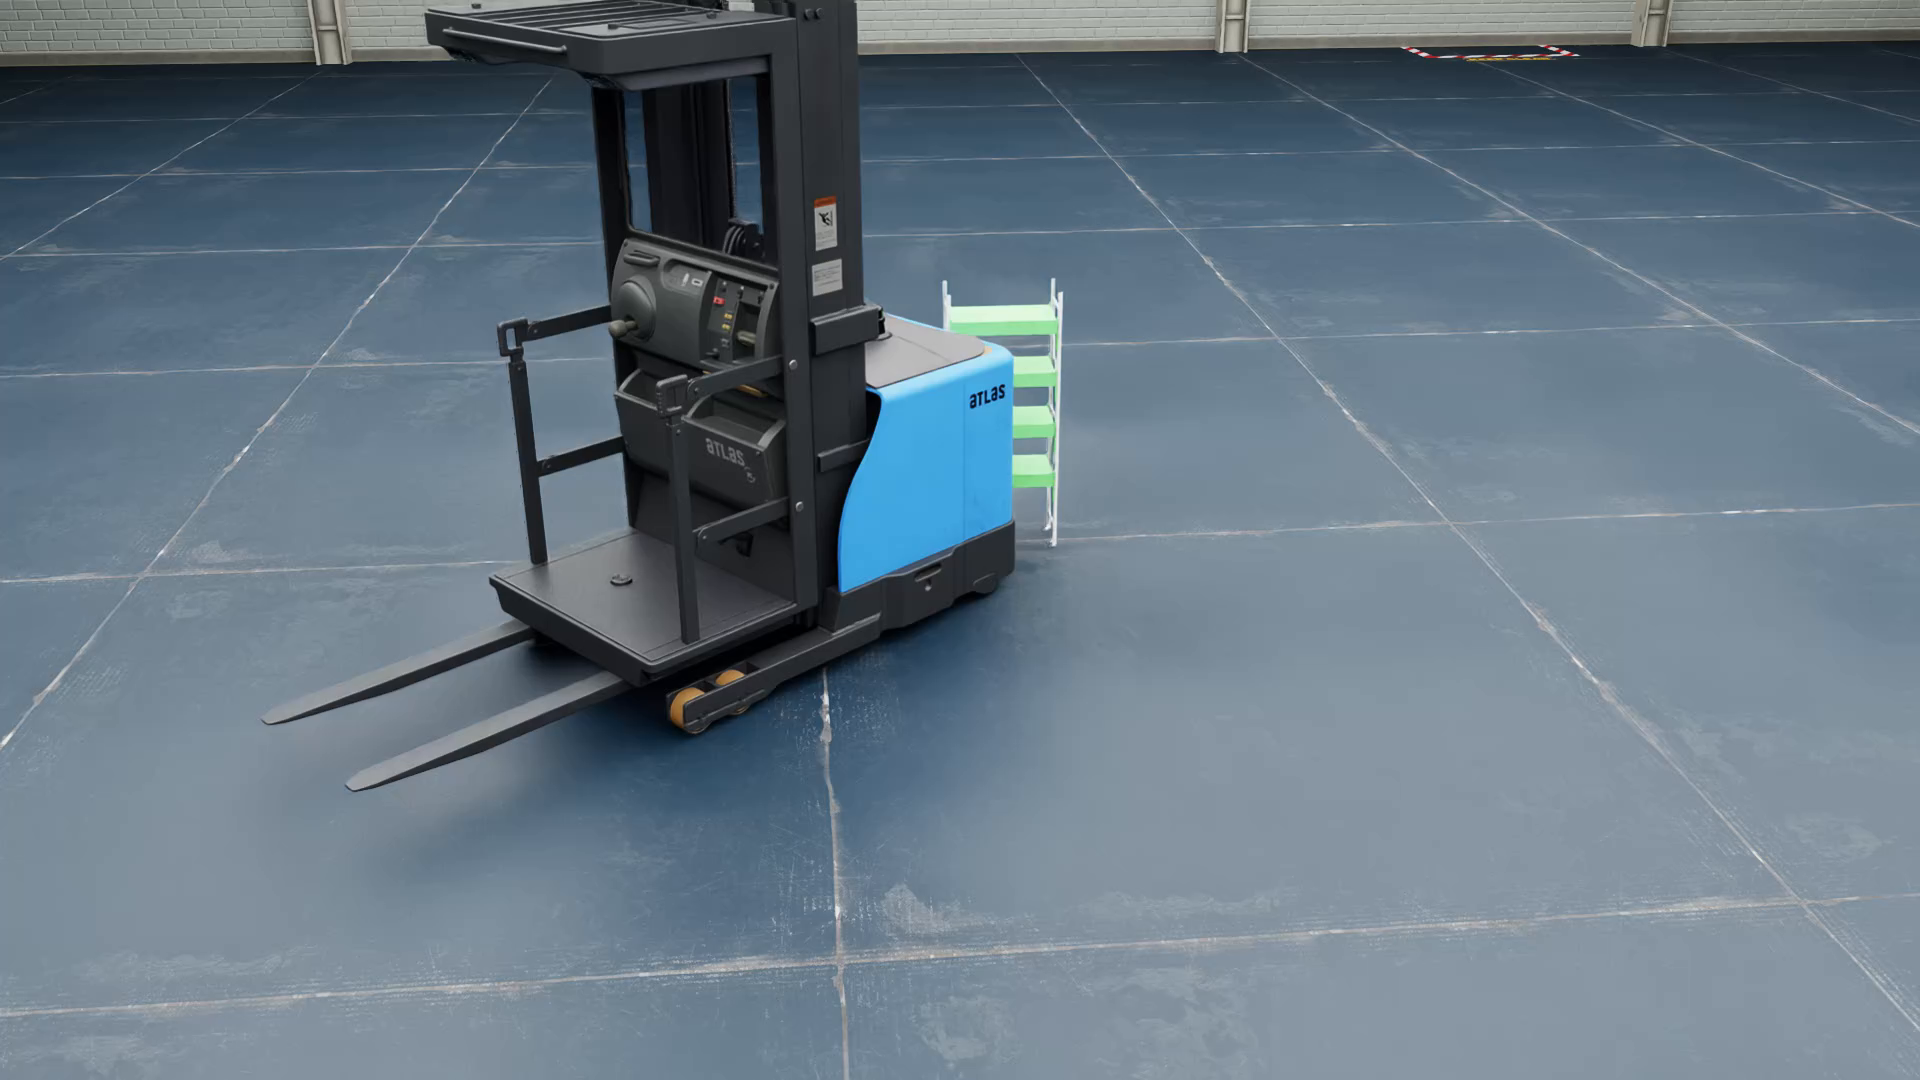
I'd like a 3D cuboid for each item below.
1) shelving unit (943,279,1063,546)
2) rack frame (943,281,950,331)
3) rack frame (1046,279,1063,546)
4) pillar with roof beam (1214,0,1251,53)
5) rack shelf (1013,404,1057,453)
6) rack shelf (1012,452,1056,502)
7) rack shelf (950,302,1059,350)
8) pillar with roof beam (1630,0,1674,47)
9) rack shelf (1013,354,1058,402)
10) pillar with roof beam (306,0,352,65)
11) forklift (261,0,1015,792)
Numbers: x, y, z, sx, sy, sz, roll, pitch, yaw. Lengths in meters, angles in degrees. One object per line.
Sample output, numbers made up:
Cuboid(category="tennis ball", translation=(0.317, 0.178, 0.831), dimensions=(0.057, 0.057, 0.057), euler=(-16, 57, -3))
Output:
Cuboid(category="shelving unit", translation=(0.184, -0.562, 7.536), dimensions=(0.503, 1.200, 0.258), euler=(-2, 24, -4))
Cuboid(category="rack frame", translation=(-0.059, -0.553, 7.517), dimensions=(0.015, 1.200, 0.240), euler=(-2, 24, -4))
Cuboid(category="rack frame", translation=(0.427, -0.570, 7.555), dimensions=(0.015, 1.200, 0.240), euler=(-2, 24, -4))
Cuboid(category="pillar with roof beam", translation=(4.153, -9.113, 17.174), dimensions=(0.400, 9.000, 9.100), euler=(-2, 24, -5))
Cuboid(category="rack shelf", translation=(0.184, -0.503, 7.562), dimensions=(0.480, 0.148, 0.258), euler=(-2, 24, -4))
Cuboid(category="rack shelf", translation=(0.184, -0.284, 7.660), dimensions=(0.480, 0.148, 0.258), euler=(-2, 24, -4))
Cuboid(category="rack shelf", translation=(0.184, -0.942, 7.367), dimensions=(0.480, 0.148, 0.258), euler=(-2, 24, -4))
Cuboid(category="pillar with roof beam", translation=(10.124, -9.353, 17.713), dimensions=(0.400, 9.000, 9.100), euler=(-2, 24, -5))
Cuboid(category="rack shelf", translation=(0.184, -0.723, 7.465), dimensions=(0.480, 0.148, 0.258), euler=(-2, 24, -4))
Cuboid(category="pillar with roof beam", translation=(-7.789, -8.634, 16.096), dimensions=(0.400, 9.000, 9.100), euler=(-2, 24, -5))
Cuboid(category="forklift", translation=(-1.147, -0.859, 6.075), dimensions=(1.130, 2.935, 3.031), euler=(22, 32, 40))
